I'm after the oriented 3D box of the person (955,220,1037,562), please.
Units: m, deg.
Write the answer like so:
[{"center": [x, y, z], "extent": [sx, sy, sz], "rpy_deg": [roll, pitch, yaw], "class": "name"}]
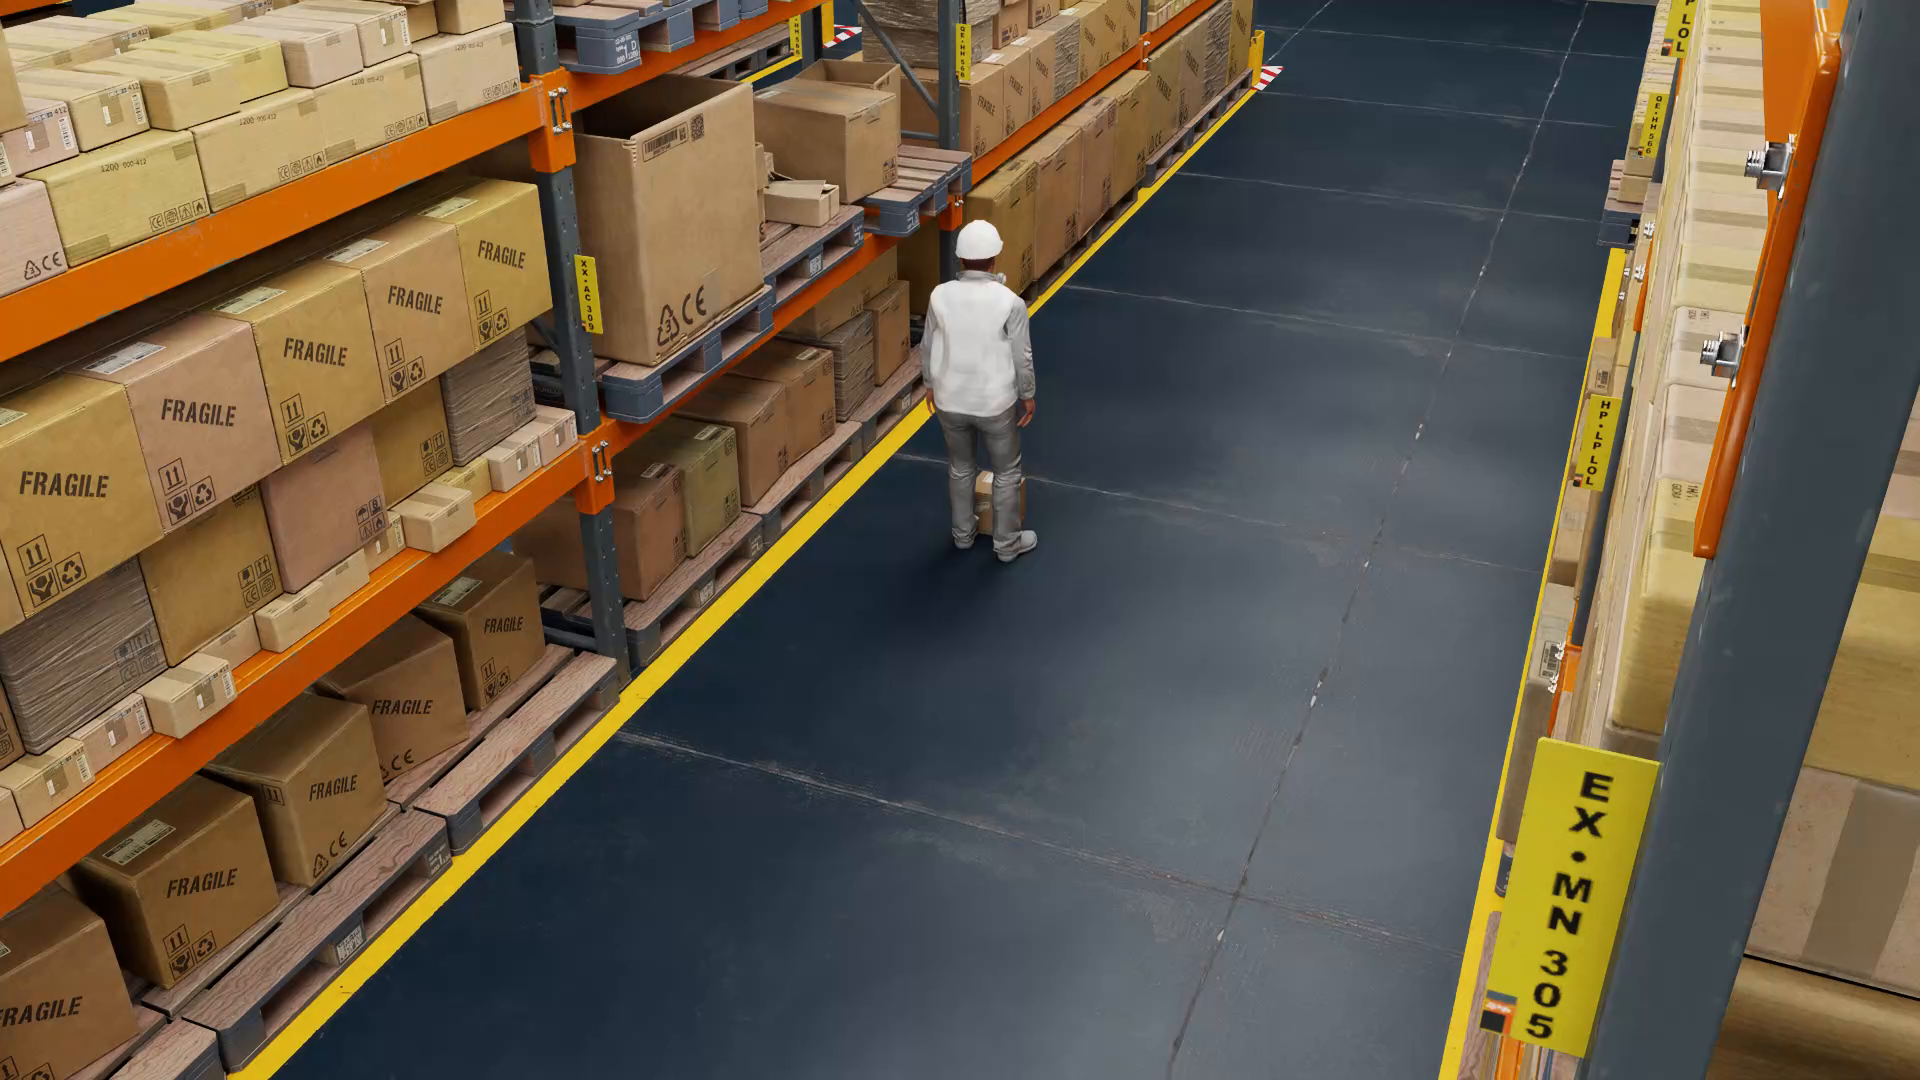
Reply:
[{"center": [-3.143, -3.148, 8.572], "extent": [7.581, 5.808, 11.428], "rpy_deg": [10, 31, 16], "class": "person"}]
